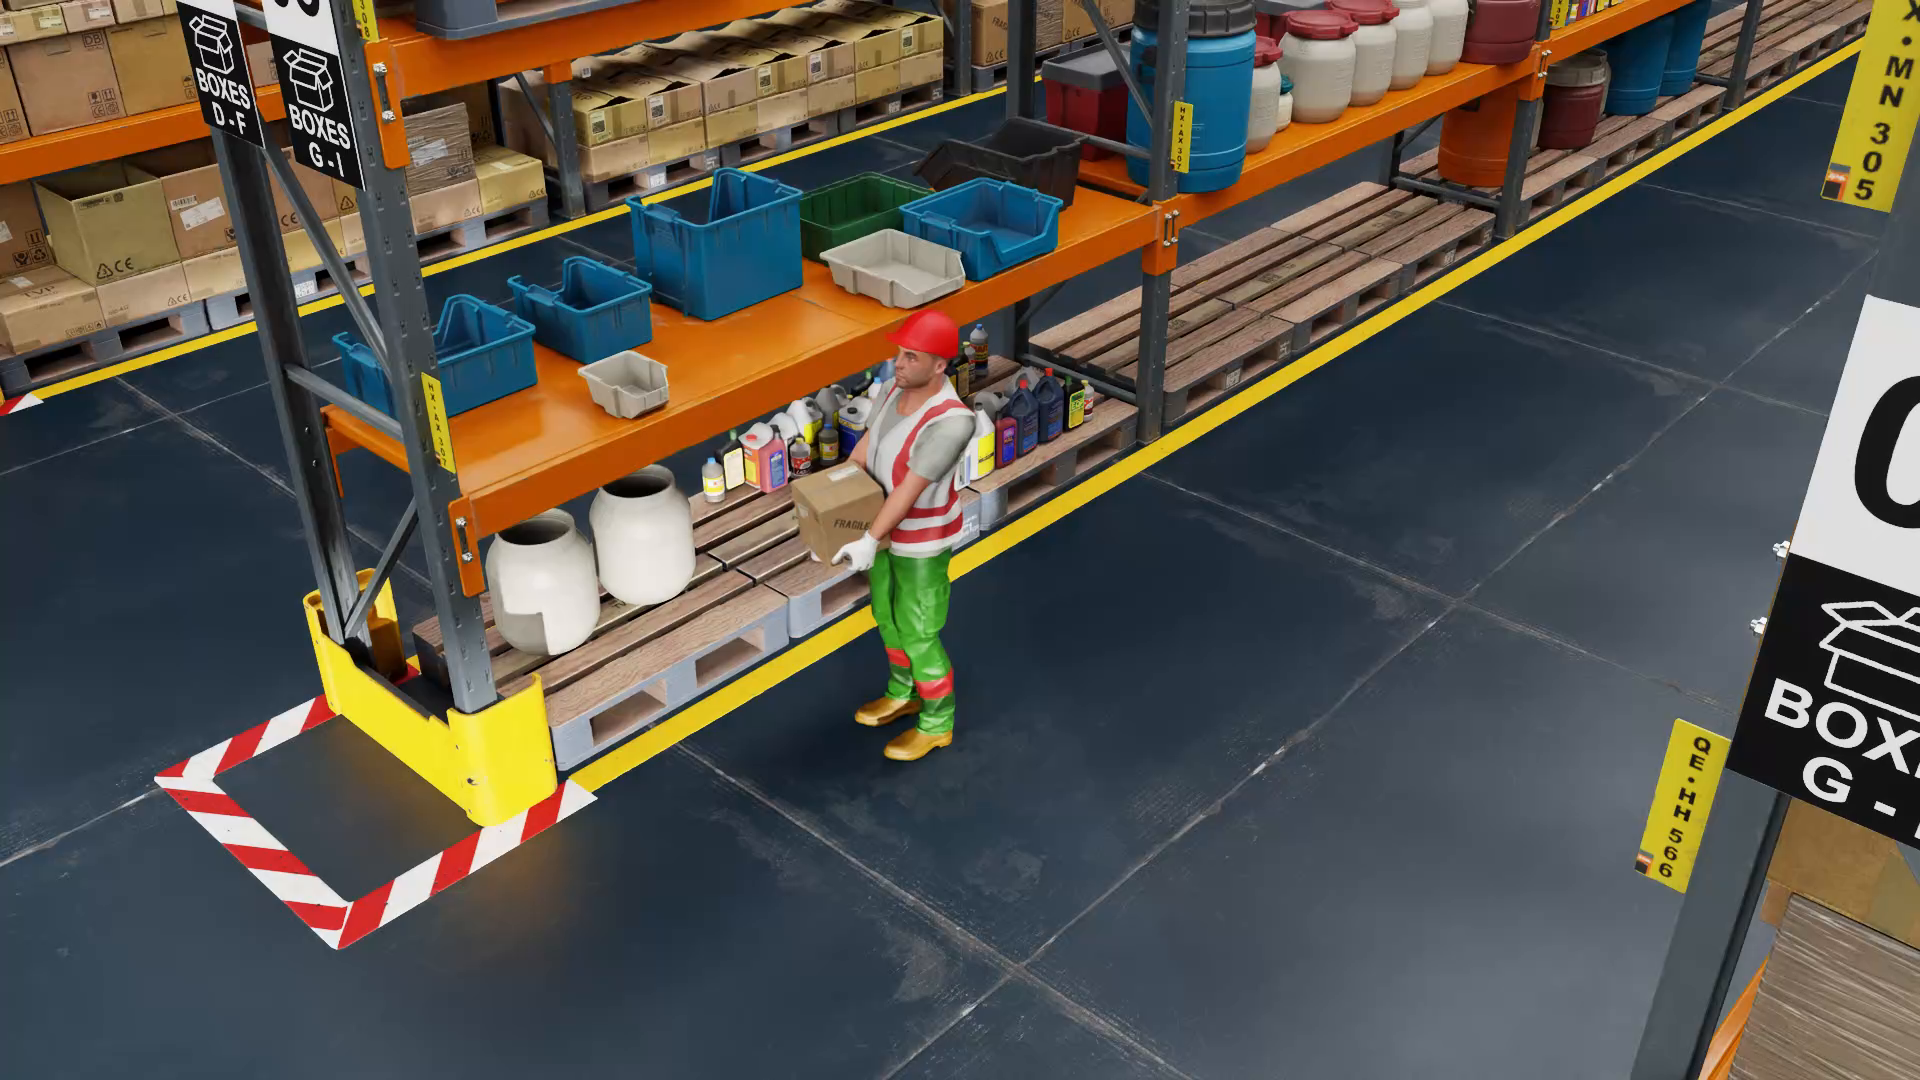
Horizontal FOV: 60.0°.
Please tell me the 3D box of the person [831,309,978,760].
[{"bbox_3d":[-0.259,0.015,6.092,0.560,1.782,0.494,-15,34,-24],"label":"person"}]
